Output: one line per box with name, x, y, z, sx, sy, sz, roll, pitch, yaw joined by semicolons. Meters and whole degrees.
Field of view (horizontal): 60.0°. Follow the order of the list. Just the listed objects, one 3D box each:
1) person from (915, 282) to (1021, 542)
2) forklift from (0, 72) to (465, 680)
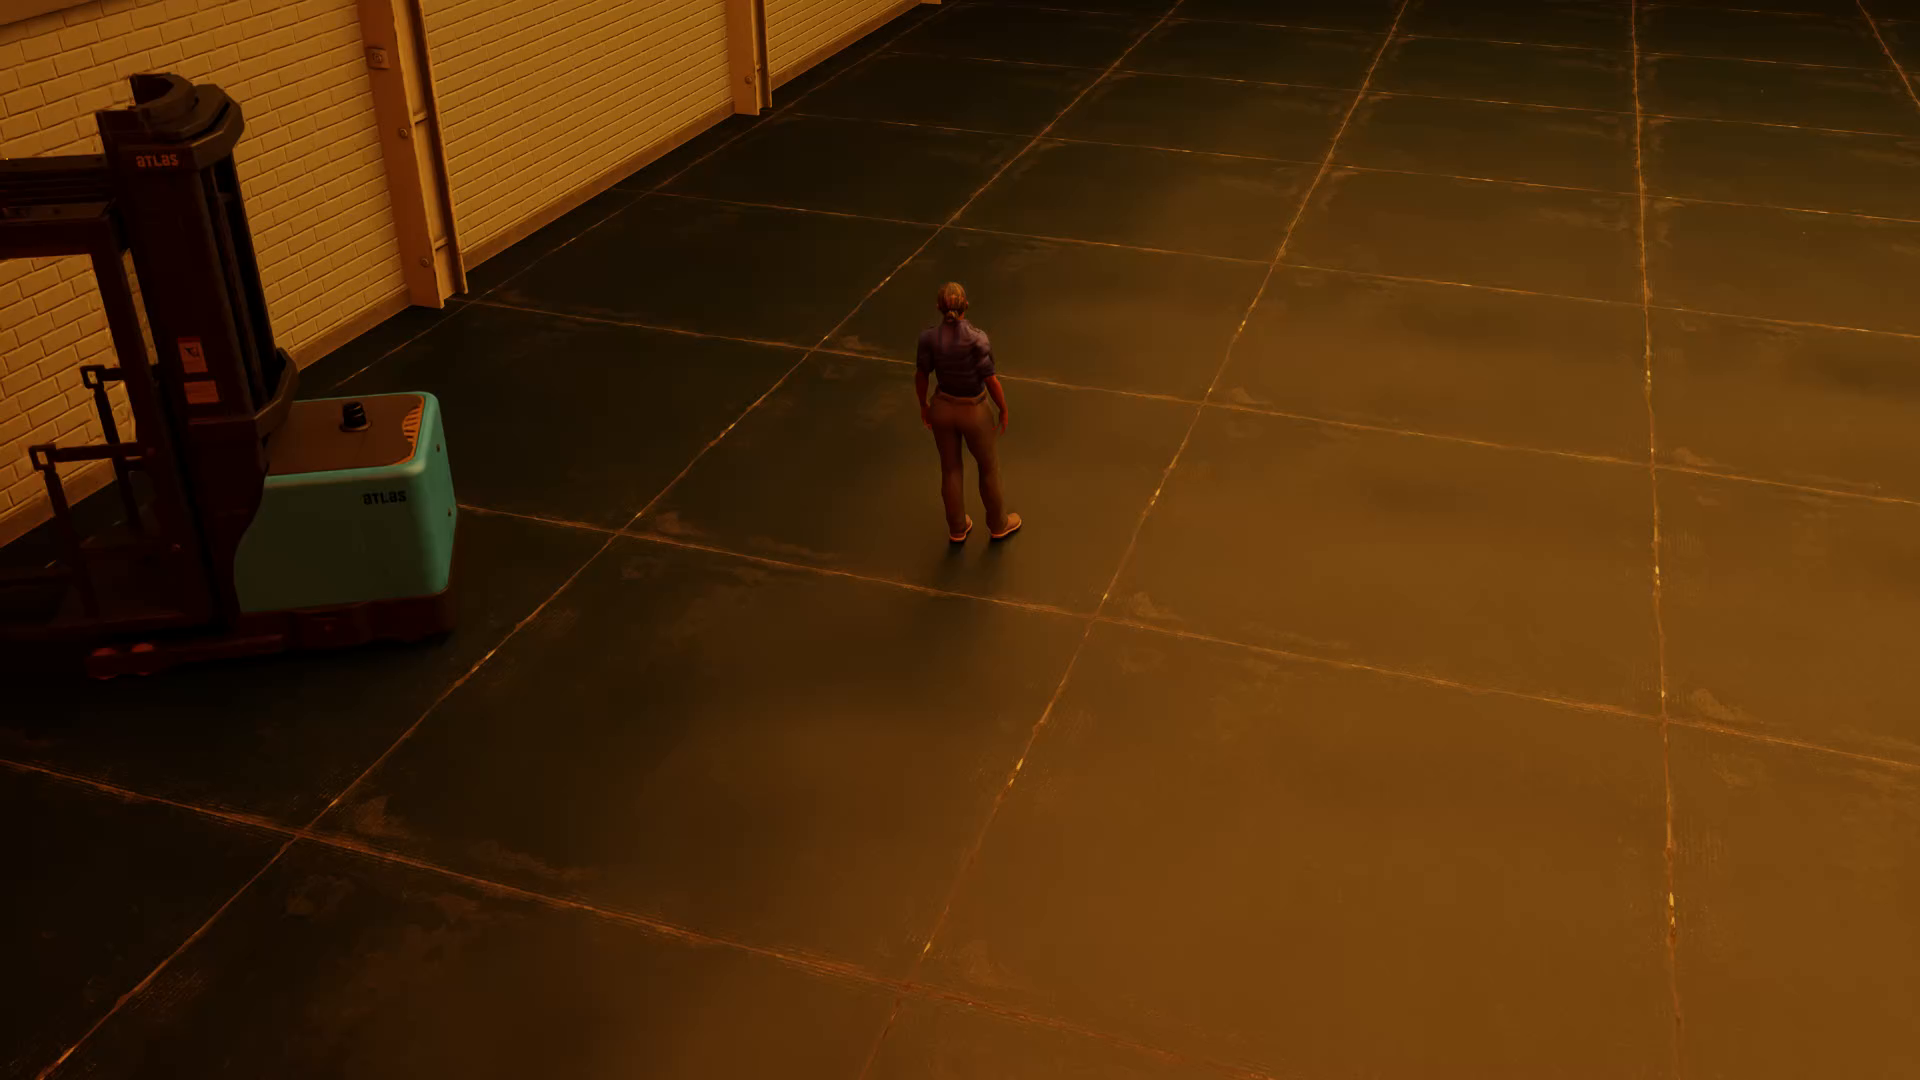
person;0.047;-0.763;9.750;0.570;1.656;0.503;10;31;16
forklift;-4.343;-0.820;8.575;3.031;2.935;1.130;-6;30;-10
